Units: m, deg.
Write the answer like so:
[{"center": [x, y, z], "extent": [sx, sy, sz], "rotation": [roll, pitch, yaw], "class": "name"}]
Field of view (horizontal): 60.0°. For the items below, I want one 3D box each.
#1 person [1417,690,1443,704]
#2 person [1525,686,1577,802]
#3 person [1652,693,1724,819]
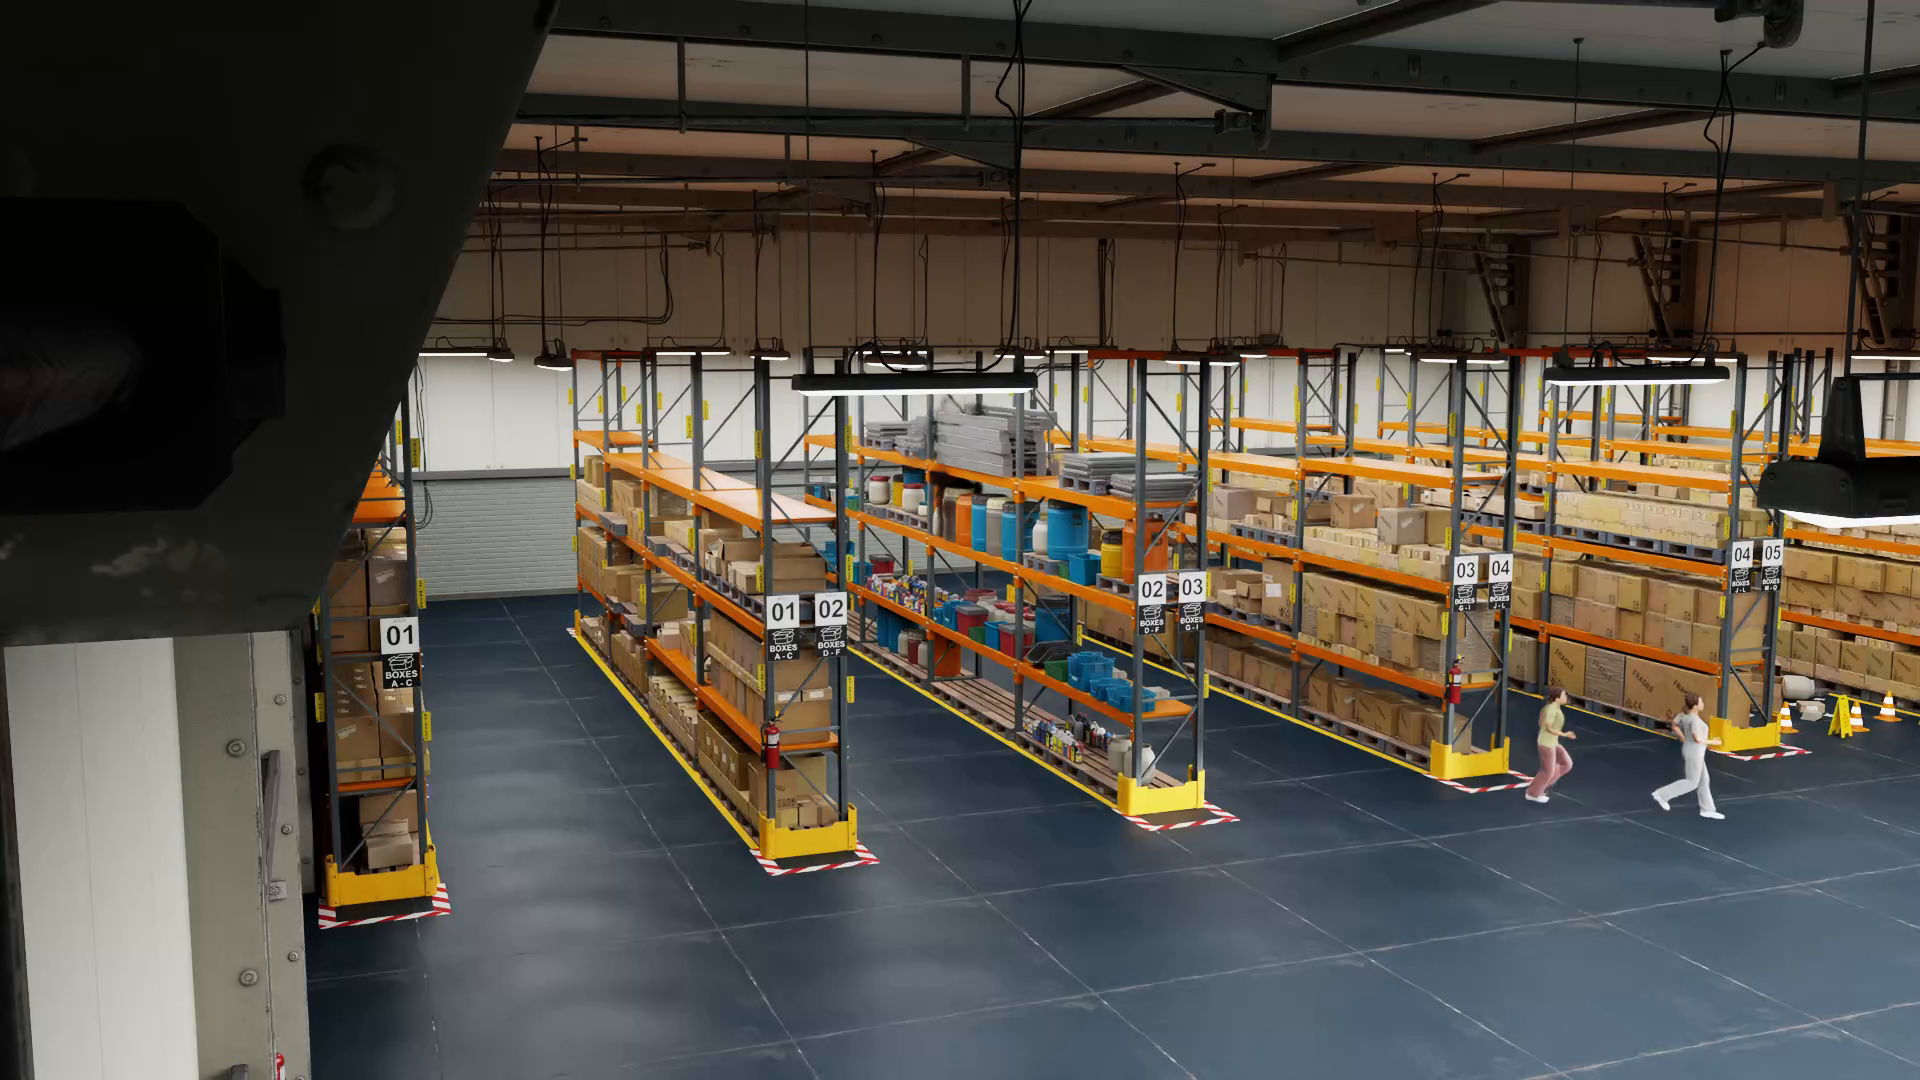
[{"center": [8.158, 1.966, 28.444], "extent": [0.661, 1.745, 0.707], "rotation": [-4, 8, -26], "class": "person"}, {"center": [7.977, 2.755, 22.399], "extent": [0.643, 1.607, 0.595], "rotation": [3, 8, 26], "class": "person"}, {"center": [9.520, 2.814, 21.668], "extent": [0.930, 1.663, 0.570], "rotation": [1, 7, 8], "class": "person"}]
